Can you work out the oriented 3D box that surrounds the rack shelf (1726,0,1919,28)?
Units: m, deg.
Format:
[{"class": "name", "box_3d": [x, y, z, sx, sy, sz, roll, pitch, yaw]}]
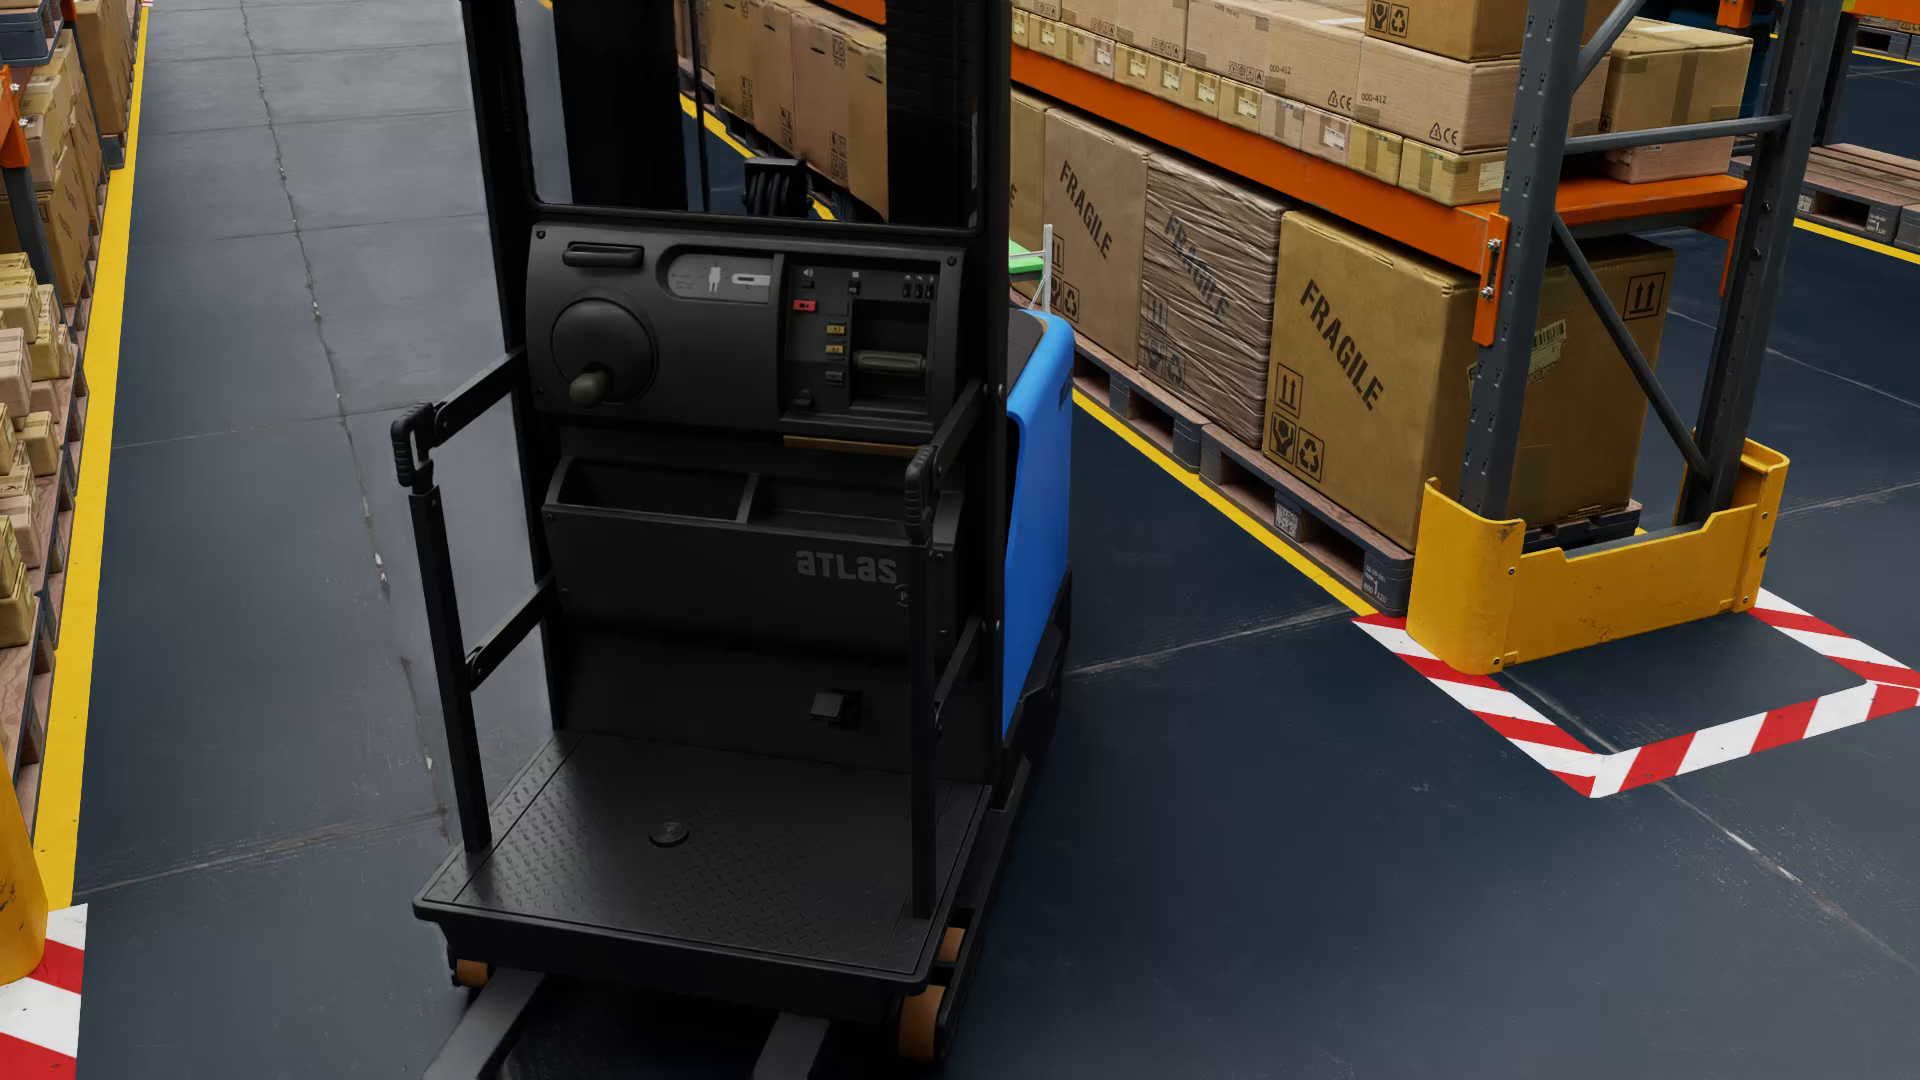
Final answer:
[{"class": "rack shelf", "box_3d": [5.733, -2.451, 8.171, 1.077, 0.370, 4.000, -11, 28, -21]}]

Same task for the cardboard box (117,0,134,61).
[{"class": "cardboard box", "box_3d": [-7.018, -4.092, 12.797, 1.050, 0.750, 0.750, -11, 28, -21]}]

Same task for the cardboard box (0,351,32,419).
[{"class": "cardboard box", "box_3d": [-3.253, -0.482, 5.410, 0.380, 0.149, 0.250, -12, 28, -22]}]

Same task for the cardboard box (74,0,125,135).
[{"class": "cardboard box", "box_3d": [-5.933, -2.973, 10.506, 1.050, 0.750, 0.750, -11, 28, -21]}]

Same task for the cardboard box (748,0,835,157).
[{"class": "cardboard box", "box_3d": [-0.580, -2.936, 10.288, 1.225, 0.875, 0.875, -10, 28, -20]}]

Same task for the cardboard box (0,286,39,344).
[{"class": "cardboard box", "box_3d": [-3.591, -0.800, 6.062, 0.380, 0.149, 0.250, -11, 28, -21]}]

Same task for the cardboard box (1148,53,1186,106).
[{"class": "cardboard box", "box_3d": [0.919, -1.707, 6.115, 0.380, 0.149, 0.250, -10, 28, -20]}]

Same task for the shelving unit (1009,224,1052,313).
[{"class": "shelving unit", "box_3d": [0.065, -0.472, 5.350, 0.258, 1.200, 0.503, -11, 28, -21]}]

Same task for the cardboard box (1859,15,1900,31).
[{"class": "cardboard box", "box_3d": [8.068, -4.677, 14.259, 0.500, 0.500, 0.500, -12, 28, -22]}]

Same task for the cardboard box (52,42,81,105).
[{"class": "cardboard box", "box_3d": [-5.060, -2.504, 8.975, 0.500, 0.250, 0.500, -10, 28, -20]}]

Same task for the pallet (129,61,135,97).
[{"class": "pallet", "box_3d": [-6.972, -3.597, 12.877, 1.003, 0.211, 1.213, -11, 28, -21]}]

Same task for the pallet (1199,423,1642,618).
[{"class": "pallet", "box_3d": [1.574, -0.172, 5.862, 1.003, 0.211, 1.213, -11, 28, -21]}]

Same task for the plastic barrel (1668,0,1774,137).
[{"class": "plastic barrel", "box_3d": [4.753, -3.050, 10.491, 0.600, 0.901, 0.708, -11, 28, -21]}]

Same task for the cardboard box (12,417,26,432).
[{"class": "cardboard box", "box_3d": [-3.430, -0.458, 5.702, 0.380, 0.149, 0.250, -10, 28, -19]}]

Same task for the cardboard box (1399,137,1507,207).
[{"class": "cardboard box", "box_3d": [1.517, -1.090, 4.851, 0.380, 0.149, 0.250, -10, 28, -20]}]

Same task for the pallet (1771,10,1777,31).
[{"class": "pallet", "box_3d": [7.656, -5.132, 16.021, 1.003, 0.211, 1.213, -11, 28, -21]}]

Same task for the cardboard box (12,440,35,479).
[{"class": "cardboard box", "box_3d": [-3.298, -0.193, 5.496, 0.380, 0.149, 0.250, -10, 28, -20]}]

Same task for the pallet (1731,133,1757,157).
[{"class": "pallet", "box_3d": [4.686, -2.647, 10.932, 1.003, 0.211, 1.213, -11, 28, -21]}]

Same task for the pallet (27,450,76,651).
[{"class": "pallet", "box_3d": [-3.433, 0.092, 5.321, 1.003, 0.211, 1.213, -11, 28, -21]}]

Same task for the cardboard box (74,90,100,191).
[{"class": "cardboard box", "box_3d": [-5.079, -2.169, 9.143, 0.500, 0.500, 0.500, -9, 28, -19]}]

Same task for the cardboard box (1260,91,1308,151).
[{"class": "cardboard box", "box_3d": [1.219, -1.398, 5.481, 0.380, 0.149, 0.250, -10, 28, -20]}]

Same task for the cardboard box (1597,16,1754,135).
[{"class": "cardboard box", "box_3d": [2.020, -1.422, 5.077, 0.500, 0.250, 0.500, -11, 28, -22]}]

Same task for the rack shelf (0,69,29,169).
[{"class": "rack shelf", "box_3d": [-3.427, -0.789, 4.767, 1.077, 0.370, 4.000, -11, 28, -21]}]

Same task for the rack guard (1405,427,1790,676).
[{"class": "rack guard", "box_3d": [1.969, 0.017, 5.146, 1.175, 0.500, 0.348, -11, 28, -21]}]

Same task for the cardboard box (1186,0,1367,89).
[{"class": "cardboard box", "box_3d": [1.128, -1.743, 5.732, 0.500, 0.250, 0.500, -12, 28, -22]}]

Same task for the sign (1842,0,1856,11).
[{"class": "sign", "box_3d": [2.472, -1.634, 4.600, 0.100, 0.325, 0.005, -11, 28, -21]}]

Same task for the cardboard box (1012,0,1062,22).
[{"class": "cardboard box", "box_3d": [0.526, -2.361, 6.998, 0.500, 0.250, 0.500, -11, 28, -21]}]

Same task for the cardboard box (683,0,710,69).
[{"class": "cardboard box", "box_3d": [-1.683, -3.909, 12.685, 0.700, 0.500, 0.500, -13, 29, -25]}]

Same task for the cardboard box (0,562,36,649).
[{"class": "cardboard box", "box_3d": [-2.835, 0.209, 4.675, 0.380, 0.149, 0.250, -10, 28, -20]}]

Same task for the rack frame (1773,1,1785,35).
[{"class": "rack frame", "box_3d": [7.943, -6.046, 14.715, 1.000, 3.000, 0.127, -11, 28, -21]}]

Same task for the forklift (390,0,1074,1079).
[{"class": "forklift", "box_3d": [-0.497, -0.401, 3.230, 1.130, 2.935, 3.031, 6, 27, 11]}]

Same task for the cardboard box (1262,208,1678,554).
[{"class": "cardboard box", "box_3d": [1.635, -0.595, 5.492, 0.875, 0.875, 0.875, -11, 28, -21]}]

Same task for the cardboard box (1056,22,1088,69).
[{"class": "cardboard box", "box_3d": [0.614, -2.020, 6.755, 0.380, 0.149, 0.250, -11, 28, -21]}]

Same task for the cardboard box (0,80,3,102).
[{"class": "cardboard box", "box_3d": [-3.682, -1.646, 5.989, 0.380, 0.149, 0.250, -11, 28, -22]}]

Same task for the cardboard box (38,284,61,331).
[{"class": "cardboard box", "box_3d": [-3.795, -0.888, 6.582, 0.380, 0.149, 0.250, -10, 28, -20]}]

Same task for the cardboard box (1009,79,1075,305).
[{"class": "cardboard box", "box_3d": [0.578, -1.685, 7.724, 0.875, 0.875, 0.875, -11, 28, -21]}]

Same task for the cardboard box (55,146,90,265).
[{"class": "cardboard box", "box_3d": [-4.465, -1.542, 7.860, 0.500, 0.500, 0.500, -9, 28, -18]}]

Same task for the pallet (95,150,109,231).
[{"class": "pallet", "box_3d": [-5.472, -1.965, 9.535, 1.003, 0.211, 1.213, -11, 28, -21]}]

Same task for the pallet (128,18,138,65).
[{"class": "pallet", "box_3d": [-7.569, -4.216, 14.145, 1.003, 0.211, 1.213, -11, 28, -21]}]

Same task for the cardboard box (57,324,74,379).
[{"class": "cardboard box", "box_3d": [-3.743, -0.727, 6.591, 0.380, 0.149, 0.250, -10, 28, -20]}]

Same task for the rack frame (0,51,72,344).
[{"class": "rack frame", "box_3d": [-4.210, -1.919, 6.262, 1.000, 3.000, 0.127, -11, 28, -21]}]

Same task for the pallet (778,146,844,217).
[{"class": "pallet", "box_3d": [-0.460, -2.270, 10.158, 1.003, 0.211, 1.213, -11, 28, -21]}]

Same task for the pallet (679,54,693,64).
[{"class": "pallet", "box_3d": [-1.952, -3.900, 13.497, 1.003, 0.211, 1.213, -11, 28, -21]}]

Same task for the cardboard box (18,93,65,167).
[{"class": "cardboard box", "box_3d": [-4.468, -1.880, 7.698, 0.500, 0.250, 0.500, -10, 28, -19]}]
